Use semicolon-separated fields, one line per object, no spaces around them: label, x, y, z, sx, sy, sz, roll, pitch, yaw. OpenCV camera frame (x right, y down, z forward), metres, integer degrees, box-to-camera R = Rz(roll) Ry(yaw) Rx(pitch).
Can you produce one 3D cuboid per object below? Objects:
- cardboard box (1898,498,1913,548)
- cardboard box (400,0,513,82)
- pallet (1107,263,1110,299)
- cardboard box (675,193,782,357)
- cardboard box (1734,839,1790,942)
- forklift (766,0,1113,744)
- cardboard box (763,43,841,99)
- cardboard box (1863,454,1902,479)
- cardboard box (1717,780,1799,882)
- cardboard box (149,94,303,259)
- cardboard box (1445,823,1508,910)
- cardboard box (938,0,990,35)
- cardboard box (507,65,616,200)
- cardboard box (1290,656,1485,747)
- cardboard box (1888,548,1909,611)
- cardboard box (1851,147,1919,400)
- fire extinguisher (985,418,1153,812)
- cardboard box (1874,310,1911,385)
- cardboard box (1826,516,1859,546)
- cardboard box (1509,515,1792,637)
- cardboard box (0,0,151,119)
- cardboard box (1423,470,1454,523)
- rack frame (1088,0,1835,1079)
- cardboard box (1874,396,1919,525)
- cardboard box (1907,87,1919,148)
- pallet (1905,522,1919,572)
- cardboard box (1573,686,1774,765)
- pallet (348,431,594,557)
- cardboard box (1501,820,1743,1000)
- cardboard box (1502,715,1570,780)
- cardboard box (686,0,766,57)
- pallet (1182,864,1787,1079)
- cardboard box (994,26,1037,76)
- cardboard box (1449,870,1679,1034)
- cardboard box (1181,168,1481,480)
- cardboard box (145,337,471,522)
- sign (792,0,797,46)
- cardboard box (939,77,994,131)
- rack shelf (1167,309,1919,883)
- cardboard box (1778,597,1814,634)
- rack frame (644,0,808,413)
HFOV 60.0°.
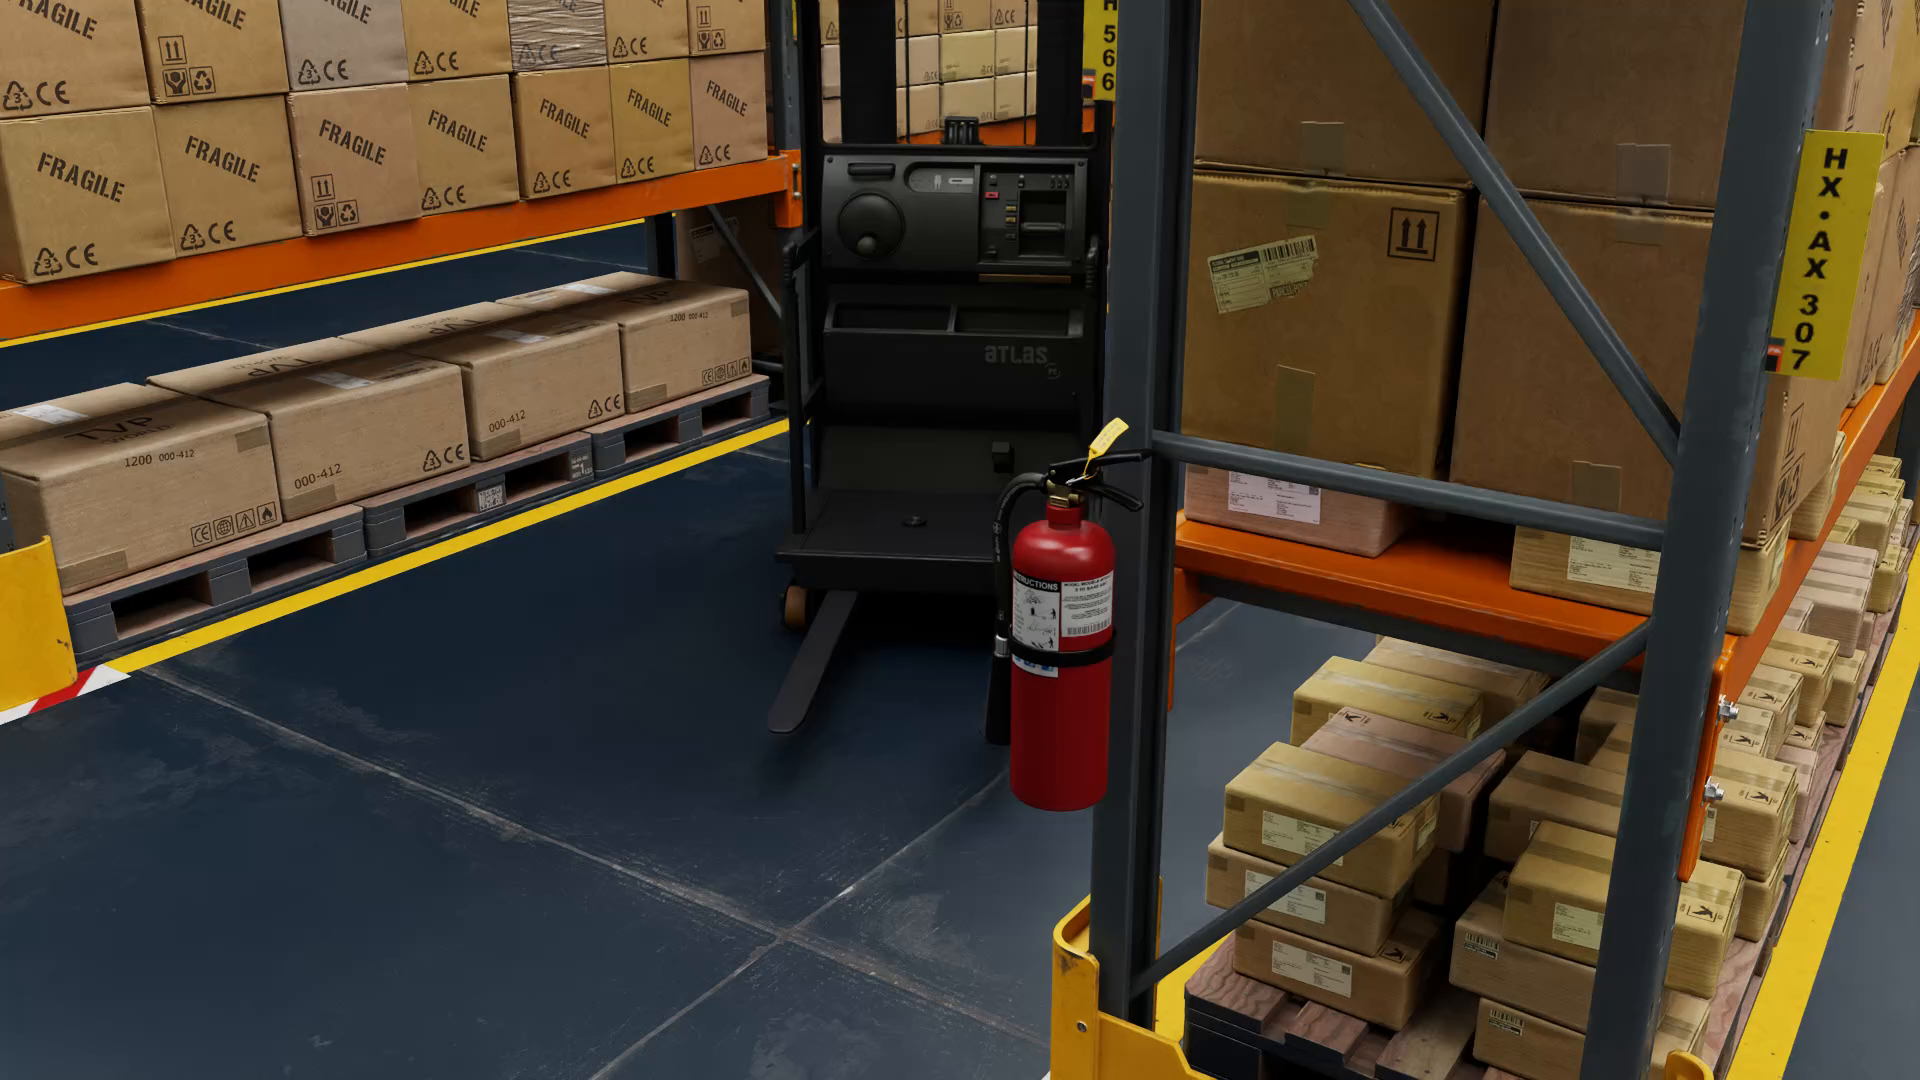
cardboard box;3.028;-0.070;5.707;0.380;0.149;0.250;14;24;33
cardboard box;-2.104;-2.052;6.404;0.500;0.500;0.500;13;24;32
pallet;0.535;-1.788;11.295;1.003;0.211;1.213;13;24;32
cardboard box;-0.926;-1.554;9.099;0.875;0.875;0.875;14;25;33
cardboard box;1.701;0.761;3.888;0.380;0.149;0.250;14;24;32
forklift;-0.042;-1.139;5.619;1.130;2.935;3.031;2;20;6
cardboard box;-0.728;-2.395;8.412;0.500;0.250;0.500;12;24;30
cardboard box;2.958;-0.209;5.654;0.380;0.149;0.250;14;25;33
cardboard box;1.700;0.617;3.848;0.380;0.149;0.250;14;25;33
cardboard box;-2.688;-1.291;5.788;0.500;0.500;0.500;13;24;31
cardboard box;1.098;0.720;3.998;0.380;0.149;0.250;13;24;32
cardboard box;-0.176;-3.041;9.076;0.500;0.500;0.500;13;24;31
cardboard box;-1.813;-1.728;6.968;0.500;0.500;0.500;13;24;31
cardboard box;1.011;0.424;3.941;0.380;0.149;0.250;13;24;31
cardboard box;3.004;0.096;5.686;0.380;0.149;0.250;14;24;32
cardboard box;1.740;-0.634;3.581;0.500;0.500;0.500;14;24;33
fire extinguisher;0.171;0.118;2.772;0.296;0.674;0.183;13;24;32
cardboard box;2.156;-0.515;4.197;0.380;0.149;0.250;14;24;33
cardboard box;2.503;0.004;5.078;0.380;0.149;0.250;14;25;34
cardboard box;1.147;0.013;2.768;0.380;0.149;0.250;13;24;31
cardboard box;-2.951;-1.610;5.209;0.500;0.500;0.500;13;24;31
cardboard box;0.814;-0.171;3.264;0.380;0.149;0.250;13;24;32
rack frame;0.697;-0.075;2.644;0.949;2.616;0.053;13;24;32
cardboard box;3.577;-0.408;6.543;0.500;0.500;0.500;14;25;34
cardboard box;1.755;-1.099;3.398;0.500;0.500;0.500;13;24;31
pallet;3.379;-0.139;6.837;1.003;0.211;1.213;13;24;32
cardboard box;1.644;0.464;3.833;0.380;0.149;0.250;12;23;29
pallet;-2.385;-0.297;7.265;1.003;0.211;1.213;13;24;32
cardboard box;1.269;0.701;3.192;0.380;0.149;0.250;12;23;29
cardboard box;1.281;0.511;4.134;0.380;0.149;0.250;13;24;31
cardboard box;-1.245;-2.486;7.578;0.500;0.500;0.500;13;24;31
pallet;1.223;0.984;3.800;1.003;0.211;1.213;13;24;32
cardboard box;0.131;-2.835;9.602;0.500;0.250;0.500;12;24;30
cardboard box;1.201;0.825;3.287;0.380;0.149;0.250;14;25;34
cardboard box;0.734;-0.441;3.061;0.500;0.500;0.500;14;24;33
cardboard box;-2.661;-0.480;6.828;0.875;0.438;0.875;14;25;33
sign;-0.748;-2.495;7.825;0.100;0.325;0.005;13;24;32
cardboard box;-0.152;-2.457;9.299;0.500;0.250;0.500;13;24;31
rack shelf;1.818;-0.312;4.322;1.077;0.370;4.000;13;24;32
cardboard box;2.055;0.229;4.468;0.380;0.149;0.250;13;24;32
rack frame;-1.208;-2.160;8.280;1.000;3.000;0.127;13;24;32
